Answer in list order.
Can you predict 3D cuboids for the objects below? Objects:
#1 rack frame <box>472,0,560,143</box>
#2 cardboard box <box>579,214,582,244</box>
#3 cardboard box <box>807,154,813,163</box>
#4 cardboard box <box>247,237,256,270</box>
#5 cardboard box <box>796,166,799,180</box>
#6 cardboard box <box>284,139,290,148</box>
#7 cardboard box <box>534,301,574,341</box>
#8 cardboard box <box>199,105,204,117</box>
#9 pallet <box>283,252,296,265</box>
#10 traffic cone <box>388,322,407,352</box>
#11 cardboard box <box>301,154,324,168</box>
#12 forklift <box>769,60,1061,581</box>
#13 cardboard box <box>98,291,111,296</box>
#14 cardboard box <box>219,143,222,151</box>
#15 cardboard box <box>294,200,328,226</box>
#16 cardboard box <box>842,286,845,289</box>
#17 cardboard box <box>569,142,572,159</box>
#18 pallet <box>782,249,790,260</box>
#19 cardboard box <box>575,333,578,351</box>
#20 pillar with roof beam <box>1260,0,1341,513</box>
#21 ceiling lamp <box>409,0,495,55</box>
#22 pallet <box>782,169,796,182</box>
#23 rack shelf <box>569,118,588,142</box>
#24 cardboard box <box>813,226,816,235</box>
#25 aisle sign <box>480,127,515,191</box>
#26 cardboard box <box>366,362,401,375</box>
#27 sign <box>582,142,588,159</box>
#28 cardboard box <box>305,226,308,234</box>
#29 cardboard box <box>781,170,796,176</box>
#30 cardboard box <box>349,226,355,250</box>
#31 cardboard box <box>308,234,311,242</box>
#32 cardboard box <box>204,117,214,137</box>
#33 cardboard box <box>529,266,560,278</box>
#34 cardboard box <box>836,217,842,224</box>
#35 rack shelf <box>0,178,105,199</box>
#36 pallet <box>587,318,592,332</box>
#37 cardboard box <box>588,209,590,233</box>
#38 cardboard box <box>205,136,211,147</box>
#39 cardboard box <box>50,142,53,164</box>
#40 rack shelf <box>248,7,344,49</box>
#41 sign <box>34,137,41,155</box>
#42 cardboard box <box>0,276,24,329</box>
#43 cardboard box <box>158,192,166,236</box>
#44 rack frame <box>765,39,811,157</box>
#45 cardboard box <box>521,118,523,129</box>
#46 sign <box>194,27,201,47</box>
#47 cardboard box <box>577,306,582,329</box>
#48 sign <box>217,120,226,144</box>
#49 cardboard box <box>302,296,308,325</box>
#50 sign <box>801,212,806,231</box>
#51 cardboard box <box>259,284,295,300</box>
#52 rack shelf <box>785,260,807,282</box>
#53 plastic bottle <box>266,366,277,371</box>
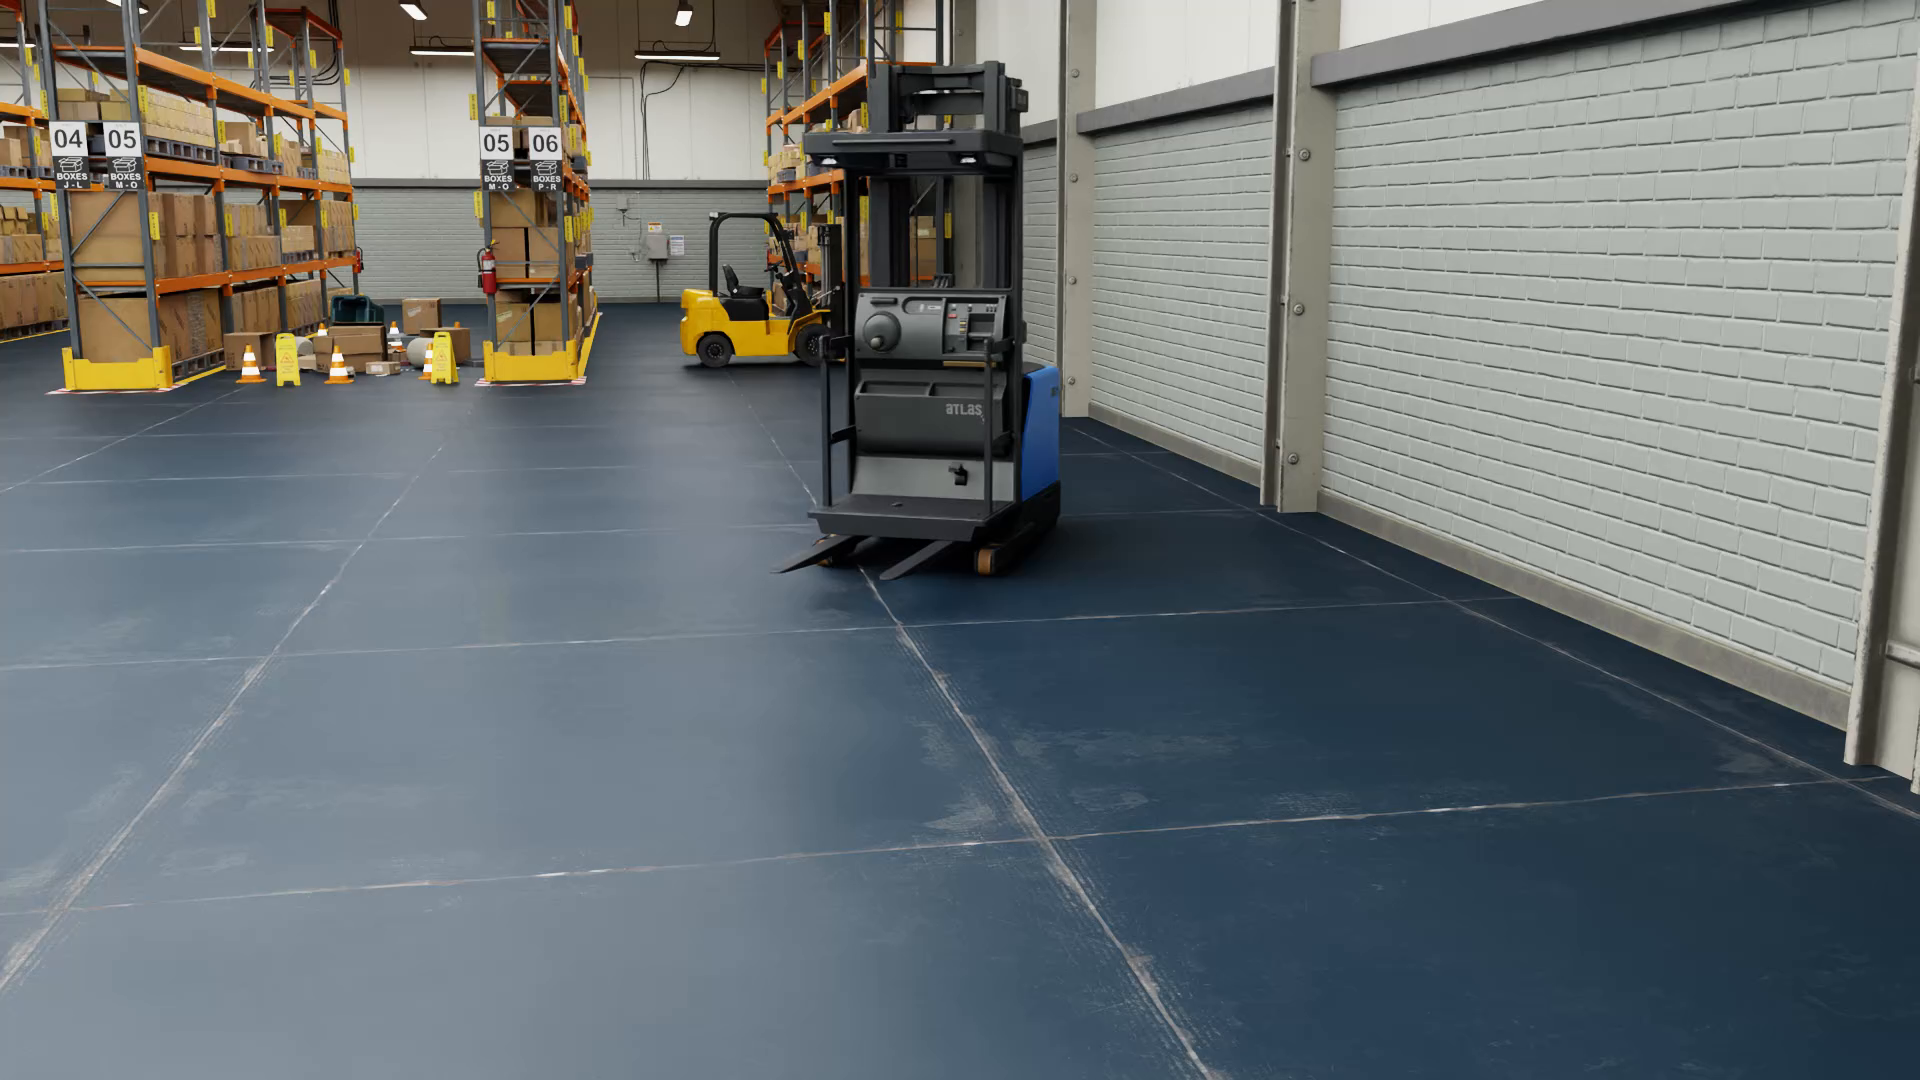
[{"bbox_3d":[-5.585,-6.513,20.847,1.000,3.000,0.127,-2,11,-11],"label":"rack frame"},{"bbox_3d":[-6.569,-5.174,27.674,0.500,0.500,0.500,-3,11,-15],"label":"cardboard box"},{"bbox_3d":[-2.503,-6.753,29.368,0.380,0.166,0.250,-2,11,-11],"label":"cardboard box"},{"bbox_3d":[-11.230,-4.441,25.737,0.500,0.500,0.500,-2,11,-11],"label":"cardboard box"},{"bbox_3d":[-2.806,-6.883,31.217,0.500,0.250,0.500,-2,11,-11],"label":"cardboard box"},{"bbox_3d":[-12.583,-7.011,30.085,0.797,0.503,0.637,-2,11,-12],"label":"cardboard box"},{"bbox_3d":[-5.476,-2.952,22.409,0.500,0.500,0.500,-3,11,-13],"label":"cardboard box"},{"bbox_3d":[-10.717,-5.950,23.062,0.380,0.149,0.250,-2,11,-11],"label":"cardboard box"},{"bbox_3d":[-12.220,-4.867,28.758,1.213,0.211,1.003,-2,11,-11],"label":"pallet"},{"bbox_3d":[-9.014,-3.246,26.516,0.336,0.463,0.334,-2,11,-11],"label":"traffic cone"},{"bbox_3d":[-12.613,-7.311,32.125,0.500,0.250,0.500,-2,11,-9],"label":"cardboard box"},{"bbox_3d":[-0.236,-1.309,9.737,1.130,2.935,3.031,3,11,16],"label":"forklift"},{"bbox_3d":[-18.214,-5.188,34.490,0.875,0.875,0.875,-2,11,-11],"label":"cardboard box"},{"bbox_3d":[-11.071,-5.884,24.532,0.258,0.266,0.396,-2,11,-12],"label":"cardboard box"},{"bbox_3d":[-12.603,-6.346,32.279,0.500,0.500,0.500,-2,11,-10],"label":"cardboard box"},{"bbox_3d":[-2.068,-4.618,30.765,0.380,0.149,0.250,-2,11,-8],"label":"cardboard box"},{"bbox_3d":[-6.012,-5.774,24.593,0.500,0.250,0.500,-2,11,-12],"label":"cardboard box"},{"bbox_3d":[-3.002,-5.703,33.151,1.003,0.211,1.213,-2,11,-11],"label":"pallet"},{"bbox_3d":[-5.681,-2.773,23.473,0.500,0.250,0.500,-1,11,-7],"label":"cardboard box"},{"bbox_3d":[-1.857,-4.497,10.257,9.100,9.000,0.400,-2,11,-11],"label":"pillar with roof beam"},{"bbox_3d":[-11.597,-12.719,37.842,2.000,3.185,0.800,-2,11,-11],"label":"ceiling lamp"},{"bbox_3d":[-2.788,-7.017,32.020,1.213,0.211,1.003,-2,11,-11],"label":"pallet"},{"bbox_3d":[-8.308,-8.531,34.442,1.077,0.370,4.000,-2,11,-11],"label":"rack shelf"},{"bbox_3d":[-2.371,-5.418,29.136,0.380,0.149,0.250,-2,11,-9],"label":"cardboard box"},{"bbox_3d":[-5.857,-4.821,21.050,0.394,0.787,0.004,-2,11,-11],"label":"aisle sign"},{"bbox_3d":[-7.821,-2.332,22.551,0.380,0.149,0.250,4,11,18],"label":"cardboard box"},{"bbox_3d":[-7.388,-7.670,32.726,0.100,0.325,0.005,-2,11,-11],"label":"sign"},{"bbox_3d":[-12.384,-5.780,30.999,0.380,0.149,0.250,-2,11,-13],"label":"cardboard box"},{"bbox_3d":[-3.390,-7.573,34.046,0.500,0.250,0.500,-2,11,-11],"label":"cardboard box"},{"bbox_3d":[-13.193,-6.424,35.362,0.500,0.500,0.500,-2,11,-10],"label":"cardboard box"},{"bbox_3d":[-12.431,-5.683,31.285,0.380,0.149,0.250,-2,11,-11],"label":"cardboard box"},{"bbox_3d":[-10.851,-5.821,23.451,0.500,0.250,0.500,-2,11,-12],"label":"cardboard box"},{"bbox_3d":[-5.448,-3.512,21.799,0.380,0.149,0.250,-2,11,-11],"label":"cardboard box"},{"bbox_3d":[-1.724,-4.925,25.753,0.380,0.149,0.250,-2,11,-10],"label":"cardboard box"},{"bbox_3d":[-18.028,-6.893,32.792,1.077,0.370,4.000,-2,11,-11],"label":"rack shelf"},{"bbox_3d":[-7.454,-4.034,31.325,1.003,0.211,1.213,-2,11,-11],"label":"pallet"},{"bbox_3d":[-8.239,-6.866,35.806,0.500,0.500,0.500,-2,11,-11],"label":"cardboard box"},{"bbox_3d":[-10.765,-5.605,23.381,0.380,0.149,0.250,-2,11,-10],"label":"cardboard box"},{"bbox_3d":[-17.913,-7.525,32.532,0.700,0.500,0.500,-2,11,-9],"label":"cardboard box"},{"bbox_3d":[-13.144,-10.161,33.051,1.077,0.370,4.000,-2,11,-11],"label":"rack shelf"},{"bbox_3d":[-17.109,-7.310,30.833,0.100,0.325,0.005,-2,11,-11],"label":"sign"},{"bbox_3d":[-17.141,-4.126,28.912,1.225,0.875,0.875,-2,11,-11],"label":"cardboard box"},{"bbox_3d":[-10.652,-4.138,21.127,0.875,0.550,0.550,-2,11,-11],"label":"cardboard box"},{"bbox_3d":[-3.828,-9.629,37.217,1.000,3.000,0.127,-2,11,-11],"label":"rack frame"},{"bbox_3d":[-5.518,-5.426,21.698,0.380,0.149,0.250,-2,11,-11],"label":"cardboard box"},{"bbox_3d":[-12.507,-8.258,27.305,0.100,0.325,0.005,-2,11,-11],"label":"sign"},{"bbox_3d":[-7.041,-3.844,28.777,0.950,0.372,0.625,-3,11,-15],"label":"cardboard box"},{"bbox_3d":[-10.654,-5.888,23.991,0.100,0.325,0.005,-2,11,-11],"label":"sign"},{"bbox_3d":[-12.070,-4.138,29.976,0.500,0.500,0.500,-2,11,-12],"label":"cardboard box"},{"bbox_3d":[-2.803,-5.723,29.855,0.100,0.325,0.005,-2,11,-11],"label":"sign"},{"bbox_3d":[-11.873,-4.316,28.909,0.500,0.250,0.500,-3,11,-14],"label":"cardboard box"},{"bbox_3d":[-2.662,-5.228,32.064,1.077,0.370,4.000,-2,11,-11],"label":"rack shelf"},{"bbox_3d":[-9.452,-2.379,23.031,0.283,0.061,0.133,-6,13,-31],"label":"plastic bottle"}]
